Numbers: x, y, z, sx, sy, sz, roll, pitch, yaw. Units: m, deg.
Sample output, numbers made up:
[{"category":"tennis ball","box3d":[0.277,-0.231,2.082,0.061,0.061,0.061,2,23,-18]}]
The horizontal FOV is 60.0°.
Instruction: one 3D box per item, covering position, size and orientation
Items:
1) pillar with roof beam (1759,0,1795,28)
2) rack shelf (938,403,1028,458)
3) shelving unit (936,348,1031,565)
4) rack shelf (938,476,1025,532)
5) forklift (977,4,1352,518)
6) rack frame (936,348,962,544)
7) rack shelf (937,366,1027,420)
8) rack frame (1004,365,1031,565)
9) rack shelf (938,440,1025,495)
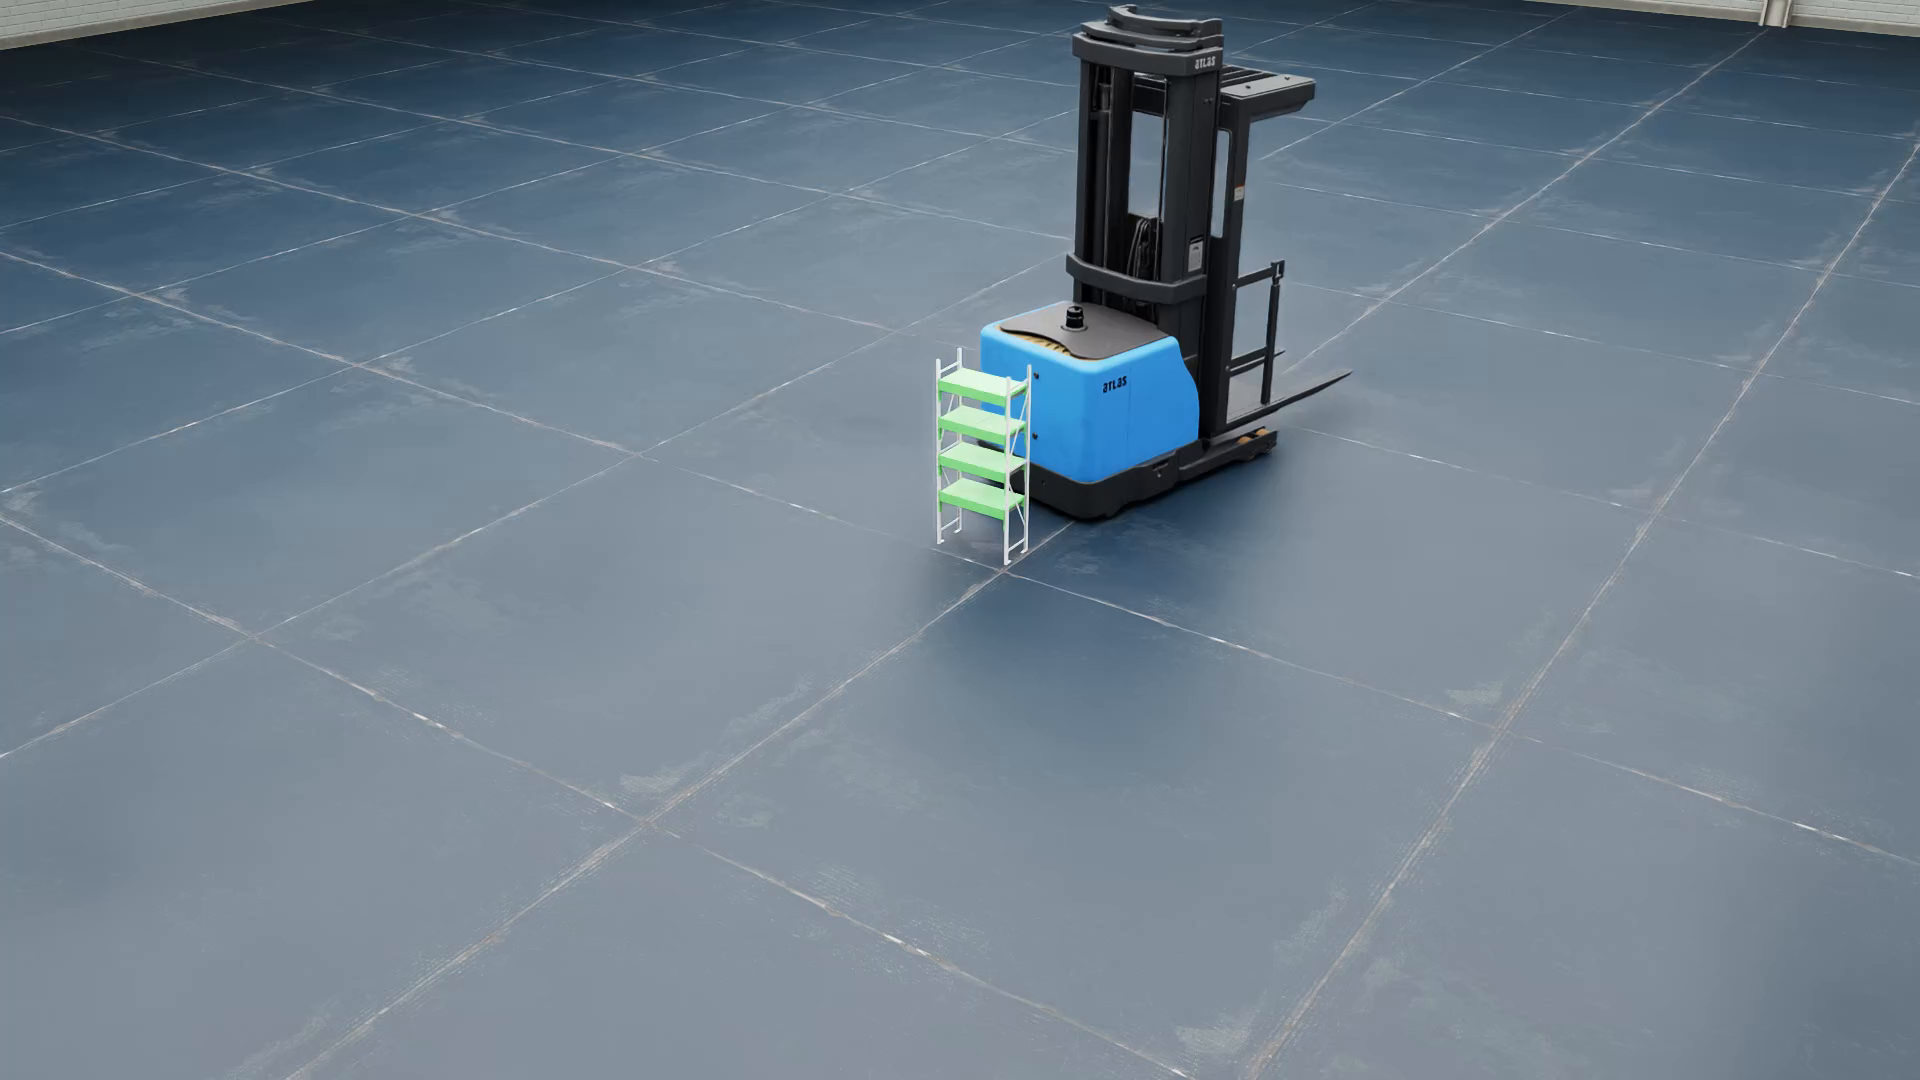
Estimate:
[{"category":"pillar with roof beam","box3d":[10.382,-10.508,20.977,0.400,9.000,9.100,17,32,30]},{"category":"rack shelf","box3d":[0.136,-0.649,9.814,0.480,0.148,0.258,17,32,30]},{"category":"shelving unit","box3d":[0.136,-0.492,9.894,0.503,1.200,0.258,17,32,30]},{"category":"rack shelf","box3d":[0.136,-0.221,10.032,0.480,0.148,0.258,17,32,30]},{"category":"forklift","box3d":[1.541,-1.996,10.940,3.031,2.935,1.130,-23,35,-37]},{"category":"rack frame","box3d":[-0.065,-0.555,10.017,0.015,1.200,0.240,17,32,30]},{"category":"rack shelf","box3d":[0.136,-0.863,9.706,0.480,0.148,0.258,17,32,30]},{"category":"rack frame","box3d":[0.338,-0.430,9.771,0.015,1.200,0.240,17,32,30]},{"category":"rack shelf","box3d":[0.136,-0.435,9.923,0.480,0.148,0.258,17,32,30]}]
